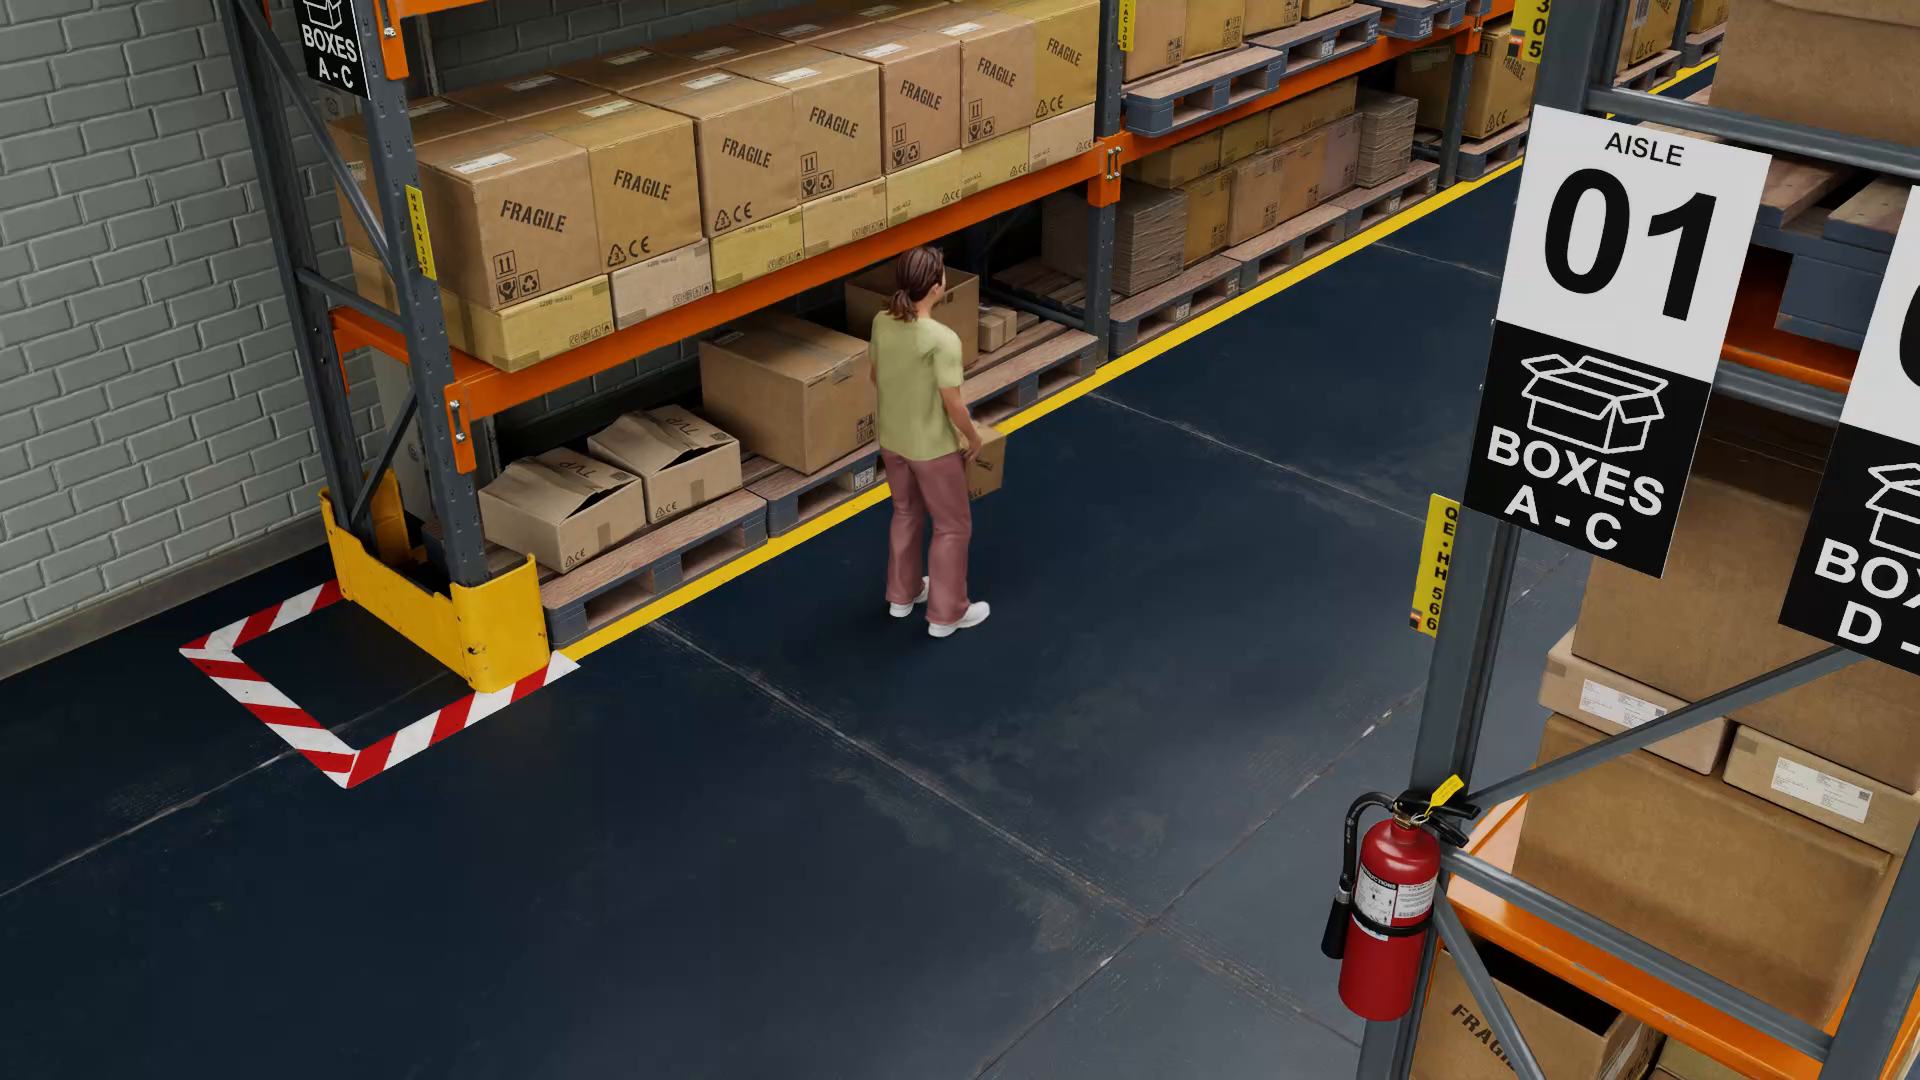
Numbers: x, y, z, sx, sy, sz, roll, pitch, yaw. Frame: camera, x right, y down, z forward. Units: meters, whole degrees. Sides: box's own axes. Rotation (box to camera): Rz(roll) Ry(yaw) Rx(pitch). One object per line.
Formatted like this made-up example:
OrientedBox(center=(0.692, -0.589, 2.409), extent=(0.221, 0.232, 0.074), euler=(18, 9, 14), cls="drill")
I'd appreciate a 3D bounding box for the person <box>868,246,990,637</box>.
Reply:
OrientedBox(center=(-0.144, -0.398, 6.783), extent=(0.477, 1.676, 0.363), euler=(24, 39, 34), cls="person")
